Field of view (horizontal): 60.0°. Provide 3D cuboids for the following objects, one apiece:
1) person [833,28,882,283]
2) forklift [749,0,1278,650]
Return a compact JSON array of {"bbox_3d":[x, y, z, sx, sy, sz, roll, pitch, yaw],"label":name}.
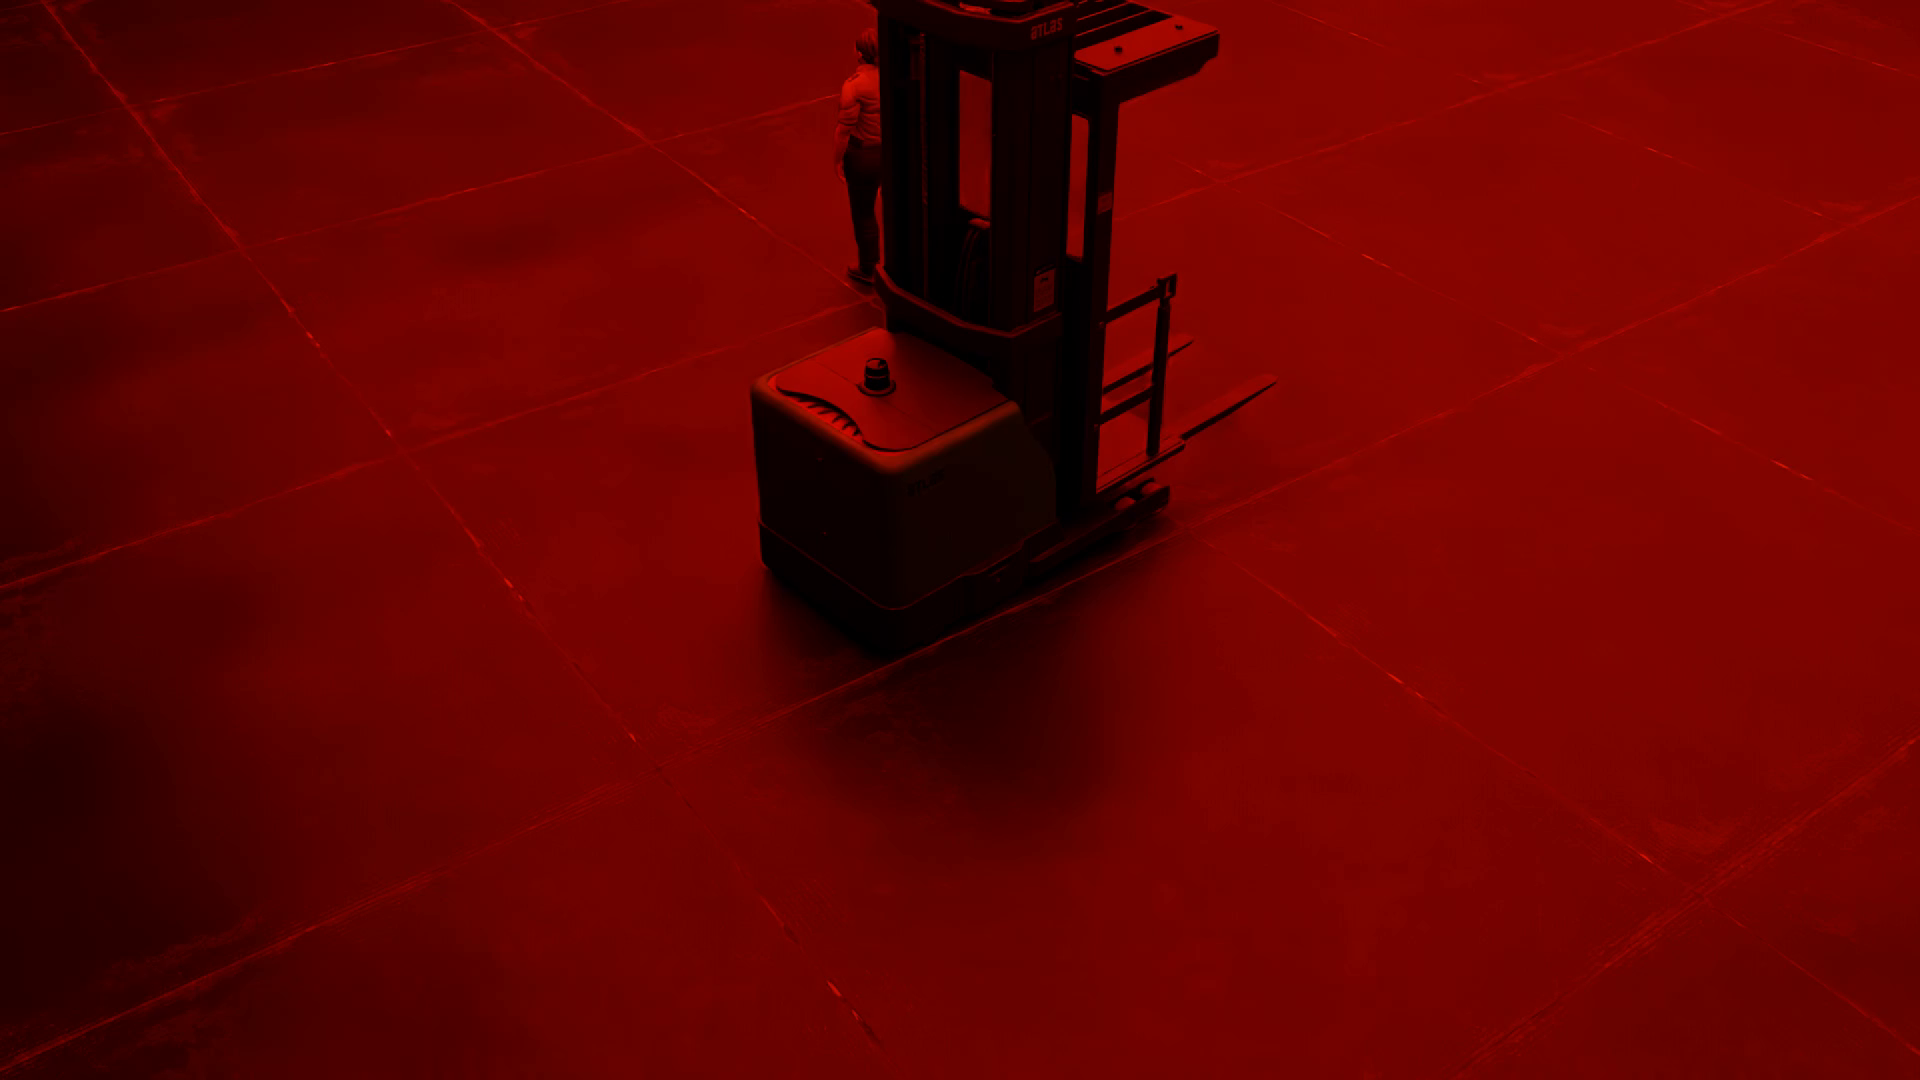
[{"bbox_3d":[-0.540,-2.366,10.233,0.573,1.650,0.475,-16,39,-21],"label":"person"},{"bbox_3d":[0.440,-1.432,7.882,3.031,2.935,1.130,-29,45,-33],"label":"forklift"}]
